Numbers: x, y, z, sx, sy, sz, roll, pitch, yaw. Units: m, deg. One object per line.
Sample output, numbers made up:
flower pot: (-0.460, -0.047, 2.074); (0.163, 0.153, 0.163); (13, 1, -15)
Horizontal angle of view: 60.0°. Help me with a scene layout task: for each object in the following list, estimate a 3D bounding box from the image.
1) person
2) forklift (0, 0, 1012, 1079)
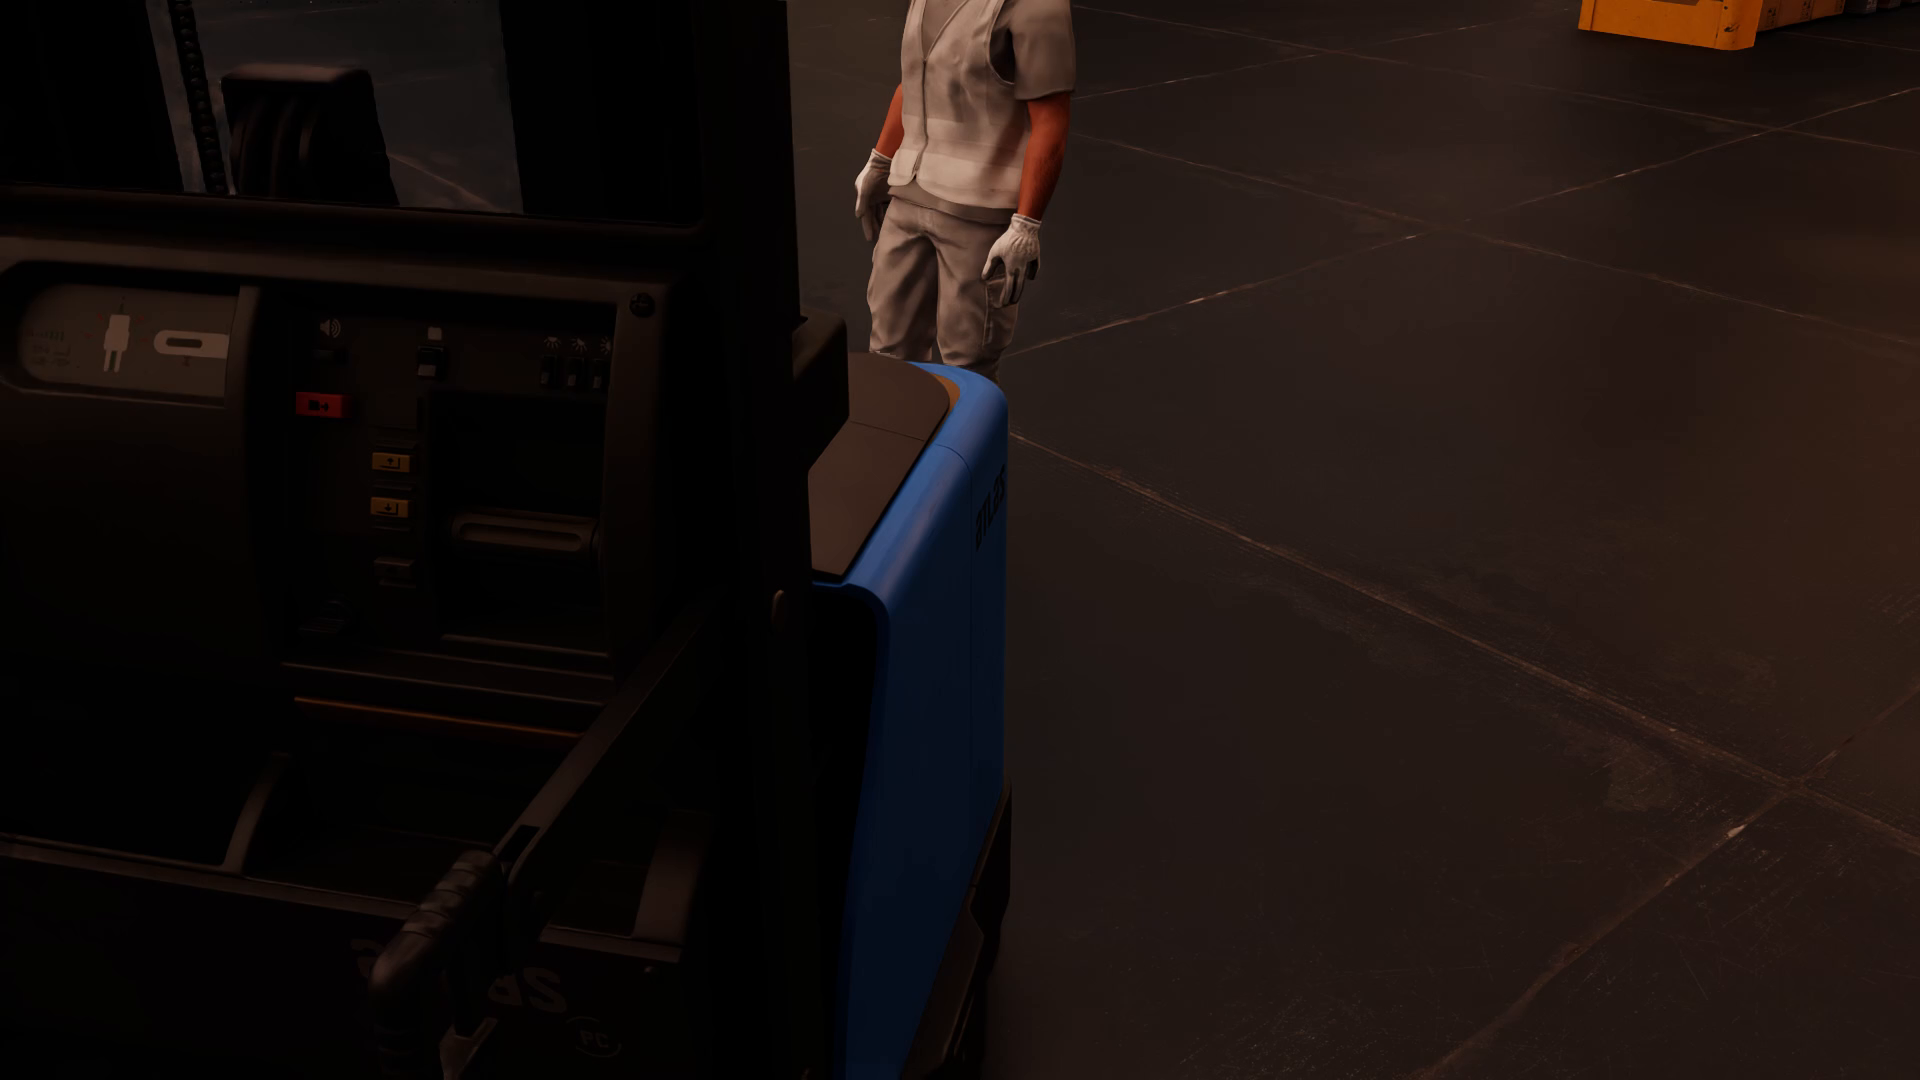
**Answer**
person: (-0.070, -0.789, 4.062); (0.562, 1.790, 0.637); (-20, 33, -35)
forklift: (-0.738, -0.037, 1.276); (1.130, 2.935, 3.031); (6, 27, 12)
